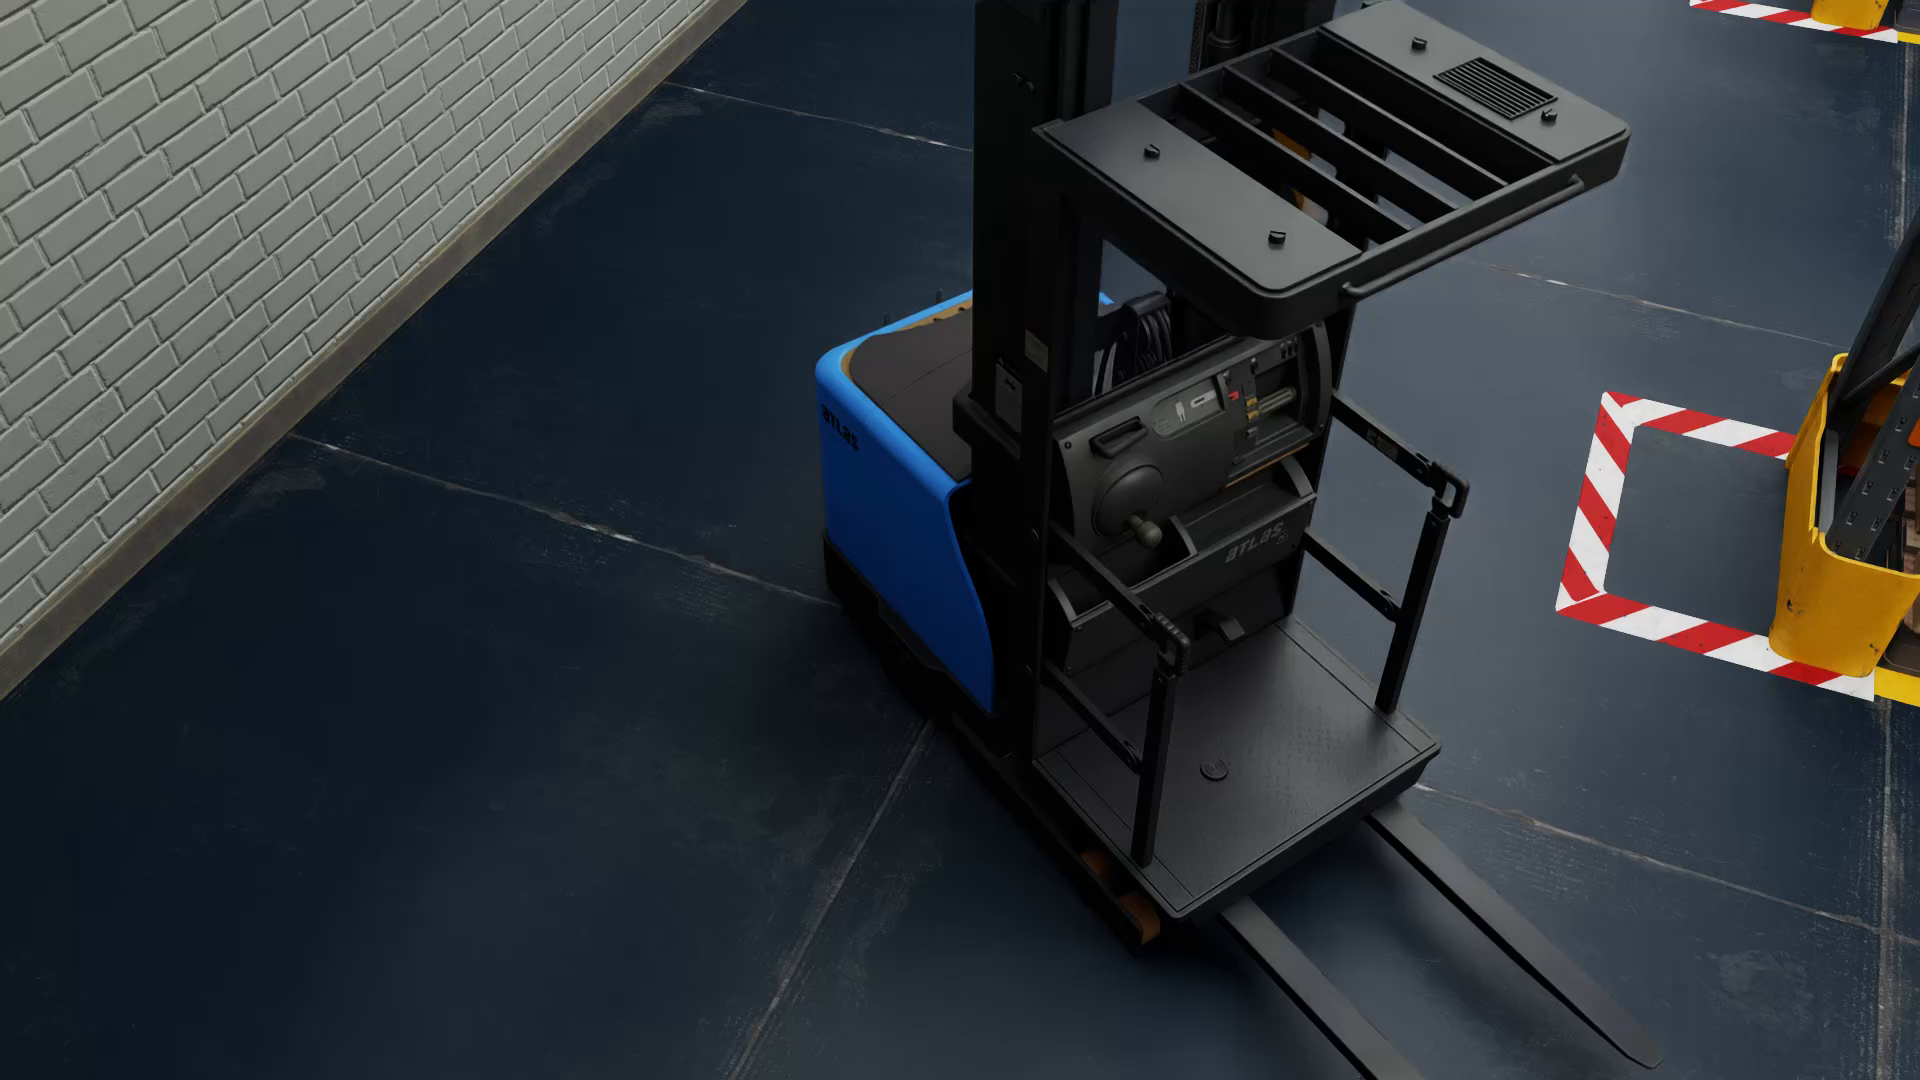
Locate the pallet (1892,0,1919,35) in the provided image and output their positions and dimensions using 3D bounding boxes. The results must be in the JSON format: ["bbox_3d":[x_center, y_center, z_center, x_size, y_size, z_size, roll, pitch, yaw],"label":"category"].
[{"bbox_3d":[5.810,-3.004,9.120,1.213,0.211,1.003,16,47,16],"label":"pallet"}]

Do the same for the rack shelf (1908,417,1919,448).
[{"bbox_3d":[5.000,-0.220,4.855,4.000,0.370,1.077,16,47,16],"label":"rack shelf"}]

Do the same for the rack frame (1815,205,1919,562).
[{"bbox_3d":[3.154,-1.018,5.147,0.127,3.000,1.000,16,47,16],"label":"rack frame"}]

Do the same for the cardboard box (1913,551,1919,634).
[{"bbox_3d":[3.408,0.174,5.658,0.250,0.149,0.380,16,47,16],"label":"cardboard box"}]

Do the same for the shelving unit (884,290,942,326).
[{"bbox_3d":[-0.105,-0.455,6.069,0.258,0.900,0.210,-26,51,-24],"label":"shelving unit"}]

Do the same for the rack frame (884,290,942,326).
[{"bbox_3d":[-0.163,-0.514,6.128,0.240,0.900,0.006,-26,51,-24],"label":"rack frame"}]

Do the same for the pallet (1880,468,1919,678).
[{"bbox_3d":[3.960,0.207,5.893,1.213,0.211,1.003,16,47,16],"label":"pallet"}]

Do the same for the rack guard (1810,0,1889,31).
[{"bbox_3d":[5.037,-3.354,9.266,0.348,0.500,1.175,16,47,16],"label":"rack guard"}]

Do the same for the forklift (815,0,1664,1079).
[{"bbox_3d":[0.774,-0.211,4.384,1.130,2.935,3.031,-26,51,-24],"label":"forklift"}]

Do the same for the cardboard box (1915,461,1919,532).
[{"bbox_3d":[3.750,-0.301,5.886,0.500,0.500,0.500,16,47,16],"label":"cardboard box"}]

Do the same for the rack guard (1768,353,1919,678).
[{"bbox_3d":[3.224,-0.112,6.008,0.348,0.500,1.175,16,47,16],"label":"rack guard"}]
